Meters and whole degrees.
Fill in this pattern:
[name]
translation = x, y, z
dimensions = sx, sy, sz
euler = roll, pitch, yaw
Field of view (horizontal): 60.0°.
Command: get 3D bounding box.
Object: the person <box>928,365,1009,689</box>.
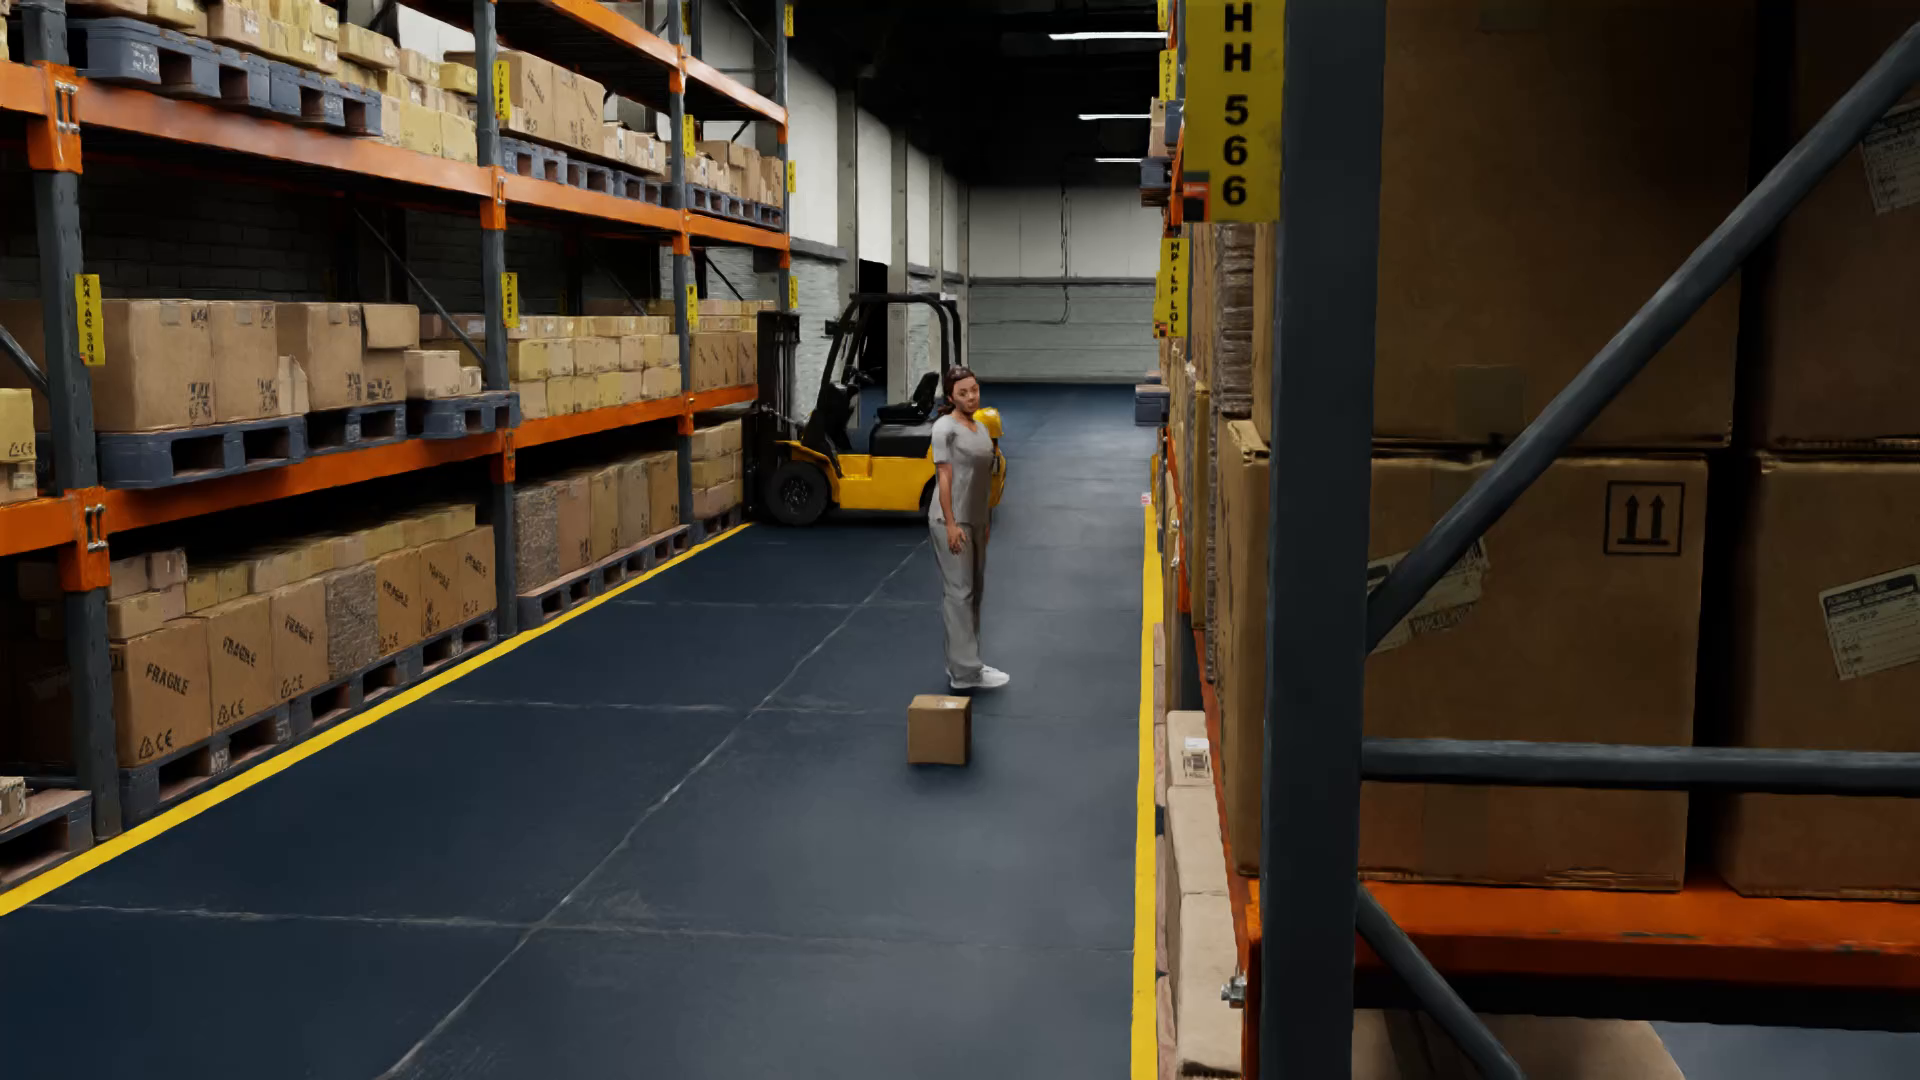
[person]
translation = 0.069, -0.071, 8.670
dimensions = 0.482, 1.675, 0.471
euler = 5, 9, 35
